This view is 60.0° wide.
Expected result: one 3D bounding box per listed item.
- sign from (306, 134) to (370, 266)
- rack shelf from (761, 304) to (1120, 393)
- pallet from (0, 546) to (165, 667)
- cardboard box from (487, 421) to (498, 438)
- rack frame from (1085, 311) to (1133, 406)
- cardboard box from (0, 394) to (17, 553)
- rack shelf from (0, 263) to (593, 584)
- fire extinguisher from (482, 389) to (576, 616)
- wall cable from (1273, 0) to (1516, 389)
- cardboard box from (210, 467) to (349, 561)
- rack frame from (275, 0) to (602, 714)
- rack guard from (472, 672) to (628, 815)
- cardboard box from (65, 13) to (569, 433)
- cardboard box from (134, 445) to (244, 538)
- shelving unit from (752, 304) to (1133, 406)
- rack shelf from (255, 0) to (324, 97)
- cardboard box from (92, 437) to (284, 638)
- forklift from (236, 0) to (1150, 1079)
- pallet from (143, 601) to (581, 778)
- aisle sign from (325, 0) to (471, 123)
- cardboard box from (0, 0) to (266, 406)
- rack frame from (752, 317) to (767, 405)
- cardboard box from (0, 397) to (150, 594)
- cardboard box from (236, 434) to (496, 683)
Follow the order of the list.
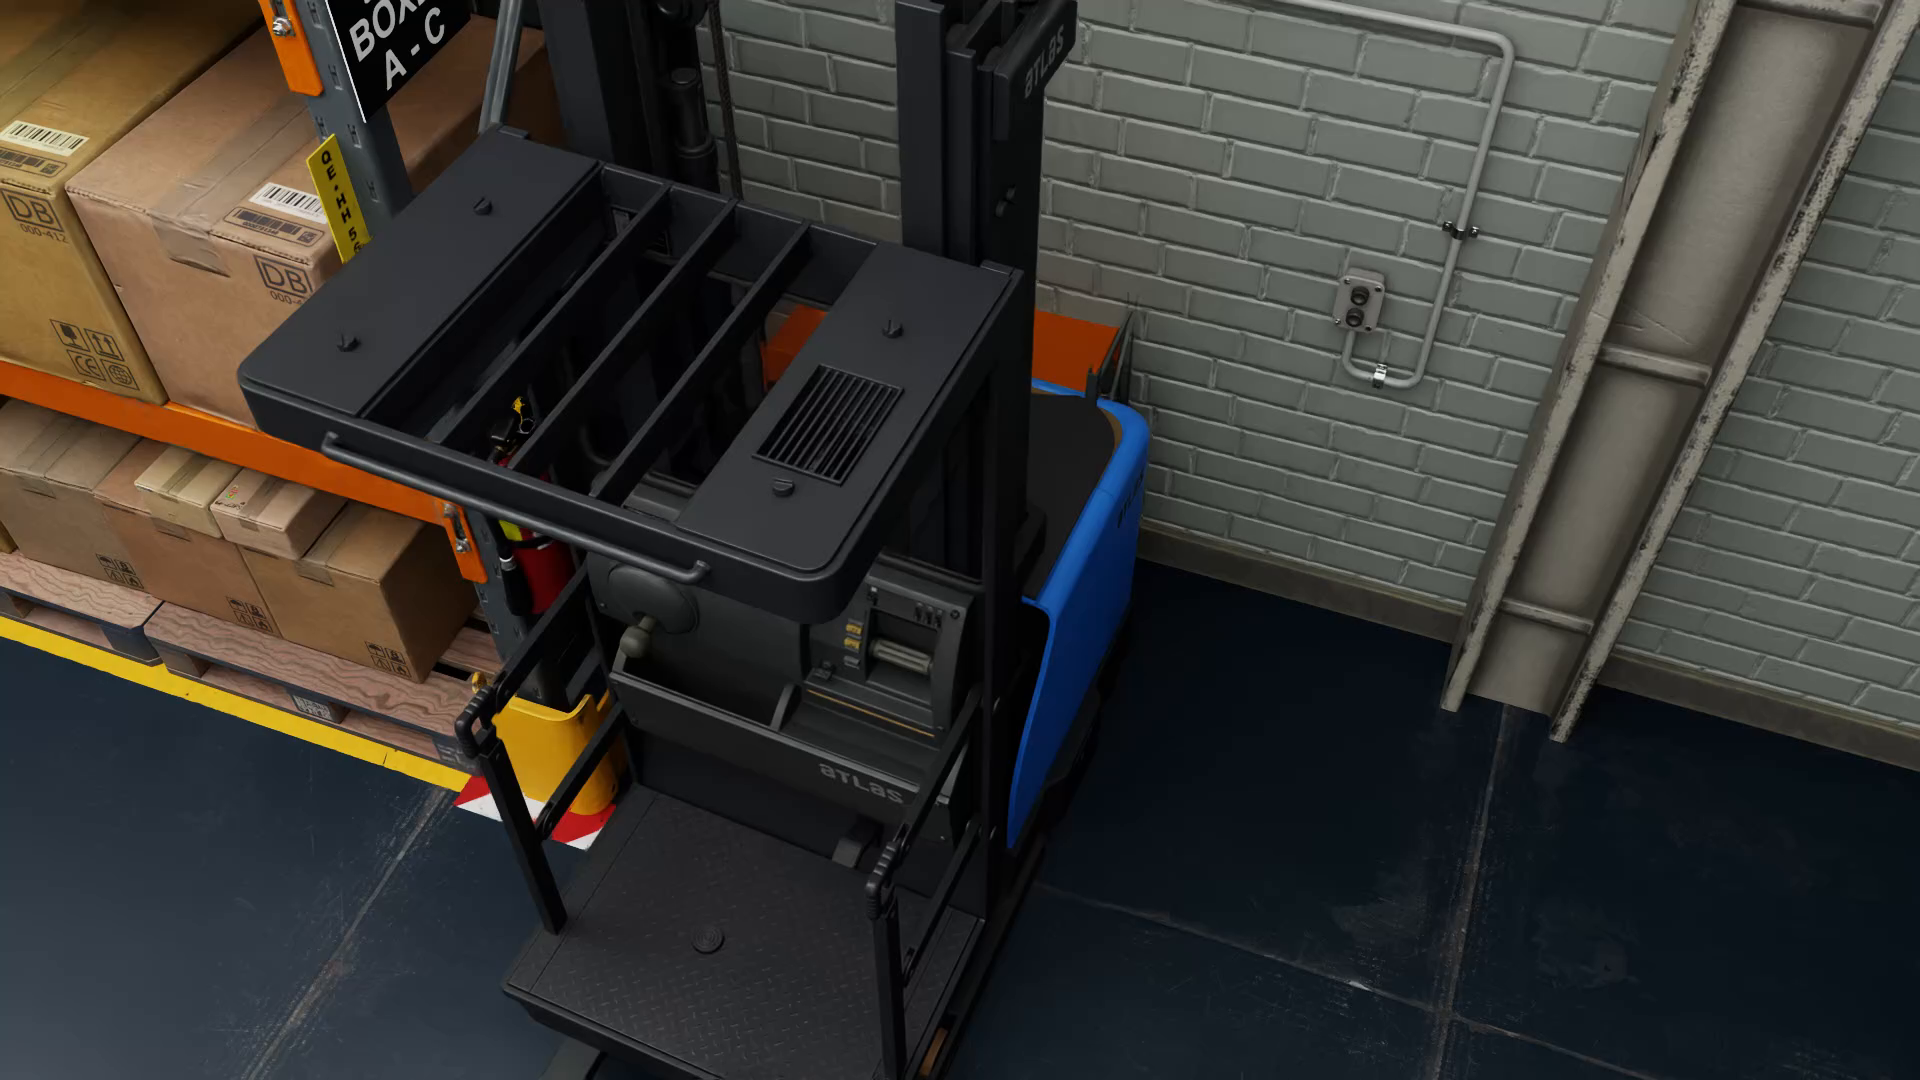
[{"bbox_3d":[-1.270,-0.677,3.428,0.005,0.325,0.100,16,51,13],"label":"sign"},{"bbox_3d":[-0.042,-0.529,5.057,1.000,0.278,0.538,14,43,13],"label":"rack shelf"},{"bbox_3d":[-2.986,-0.162,5.751,1.213,0.211,1.003,16,51,13],"label":"pallet"},{"bbox_3d":[-1.573,-0.354,5.018,0.250,0.149,0.380,16,51,13],"label":"cardboard box"},{"bbox_3d":[0.433,-0.194,5.137,0.032,1.125,0.500,14,43,13],"label":"rack frame"},{"bbox_3d":[-3.204,-0.429,5.513,0.500,0.500,0.700,17,51,14],"label":"cardboard box"},{"bbox_3d":[-2.945,-0.889,5.012,4.000,0.370,1.077,16,51,13],"label":"rack shelf"},{"bbox_3d":[-1.087,-0.087,4.138,0.183,0.674,0.296,16,51,13],"label":"fire extinguisher"},{"bbox_3d":[0.460,-1.269,4.192,1.851,1.984,0.084,16,51,13],"label":"wall cable"},{"bbox_3d":[-1.943,-0.149,4.841,0.250,0.149,0.380,15,51,13],"label":"cardboard box"},{"bbox_3d":[-1.069,-0.601,4.286,0.127,3.000,1.000,16,51,13],"label":"rack frame"},{"bbox_3d":[-1.046,0.224,5.225,0.348,0.500,1.175,16,51,13],"label":"rack guard"},{"bbox_3d":[-1.550,-0.826,4.282,0.700,0.700,0.980,18,51,15],"label":"cardboard box"},{"bbox_3d":[-2.183,-0.215,4.899,0.250,0.149,0.380,17,51,14],"label":"cardboard box"},{"bbox_3d":[-0.048,-0.312,5.252,1.048,1.125,0.538,14,43,13],"label":"shelving unit"},{"bbox_3d":[-2.945,-1.871,3.878,4.000,0.370,1.077,16,51,13],"label":"rack shelf"},{"bbox_3d":[-2.229,-0.163,5.283,0.500,0.500,0.700,15,51,13],"label":"cardboard box"},{"bbox_3d":[-0.507,0.258,3.586,1.130,2.935,3.031,18,52,15],"label":"forklift"},{"bbox_3d":[-1.846,0.159,5.473,1.213,0.211,1.003,16,51,13],"label":"pallet"},{"bbox_3d":[-1.105,-1.221,3.103,0.004,0.787,0.394,16,51,13],"label":"aisle sign"},{"bbox_3d":[-2.237,-1.008,4.440,0.700,0.700,0.980,15,51,13],"label":"cardboard box"},{"bbox_3d":[-0.529,-0.429,5.367,0.032,1.125,0.500,14,43,13],"label":"rack frame"},{"bbox_3d":[-2.701,-0.294,5.396,0.500,0.500,0.700,14,51,12],"label":"cardboard box"},{"bbox_3d":[-1.760,-0.032,5.169,0.500,0.500,0.700,16,51,13],"label":"cardboard box"}]
